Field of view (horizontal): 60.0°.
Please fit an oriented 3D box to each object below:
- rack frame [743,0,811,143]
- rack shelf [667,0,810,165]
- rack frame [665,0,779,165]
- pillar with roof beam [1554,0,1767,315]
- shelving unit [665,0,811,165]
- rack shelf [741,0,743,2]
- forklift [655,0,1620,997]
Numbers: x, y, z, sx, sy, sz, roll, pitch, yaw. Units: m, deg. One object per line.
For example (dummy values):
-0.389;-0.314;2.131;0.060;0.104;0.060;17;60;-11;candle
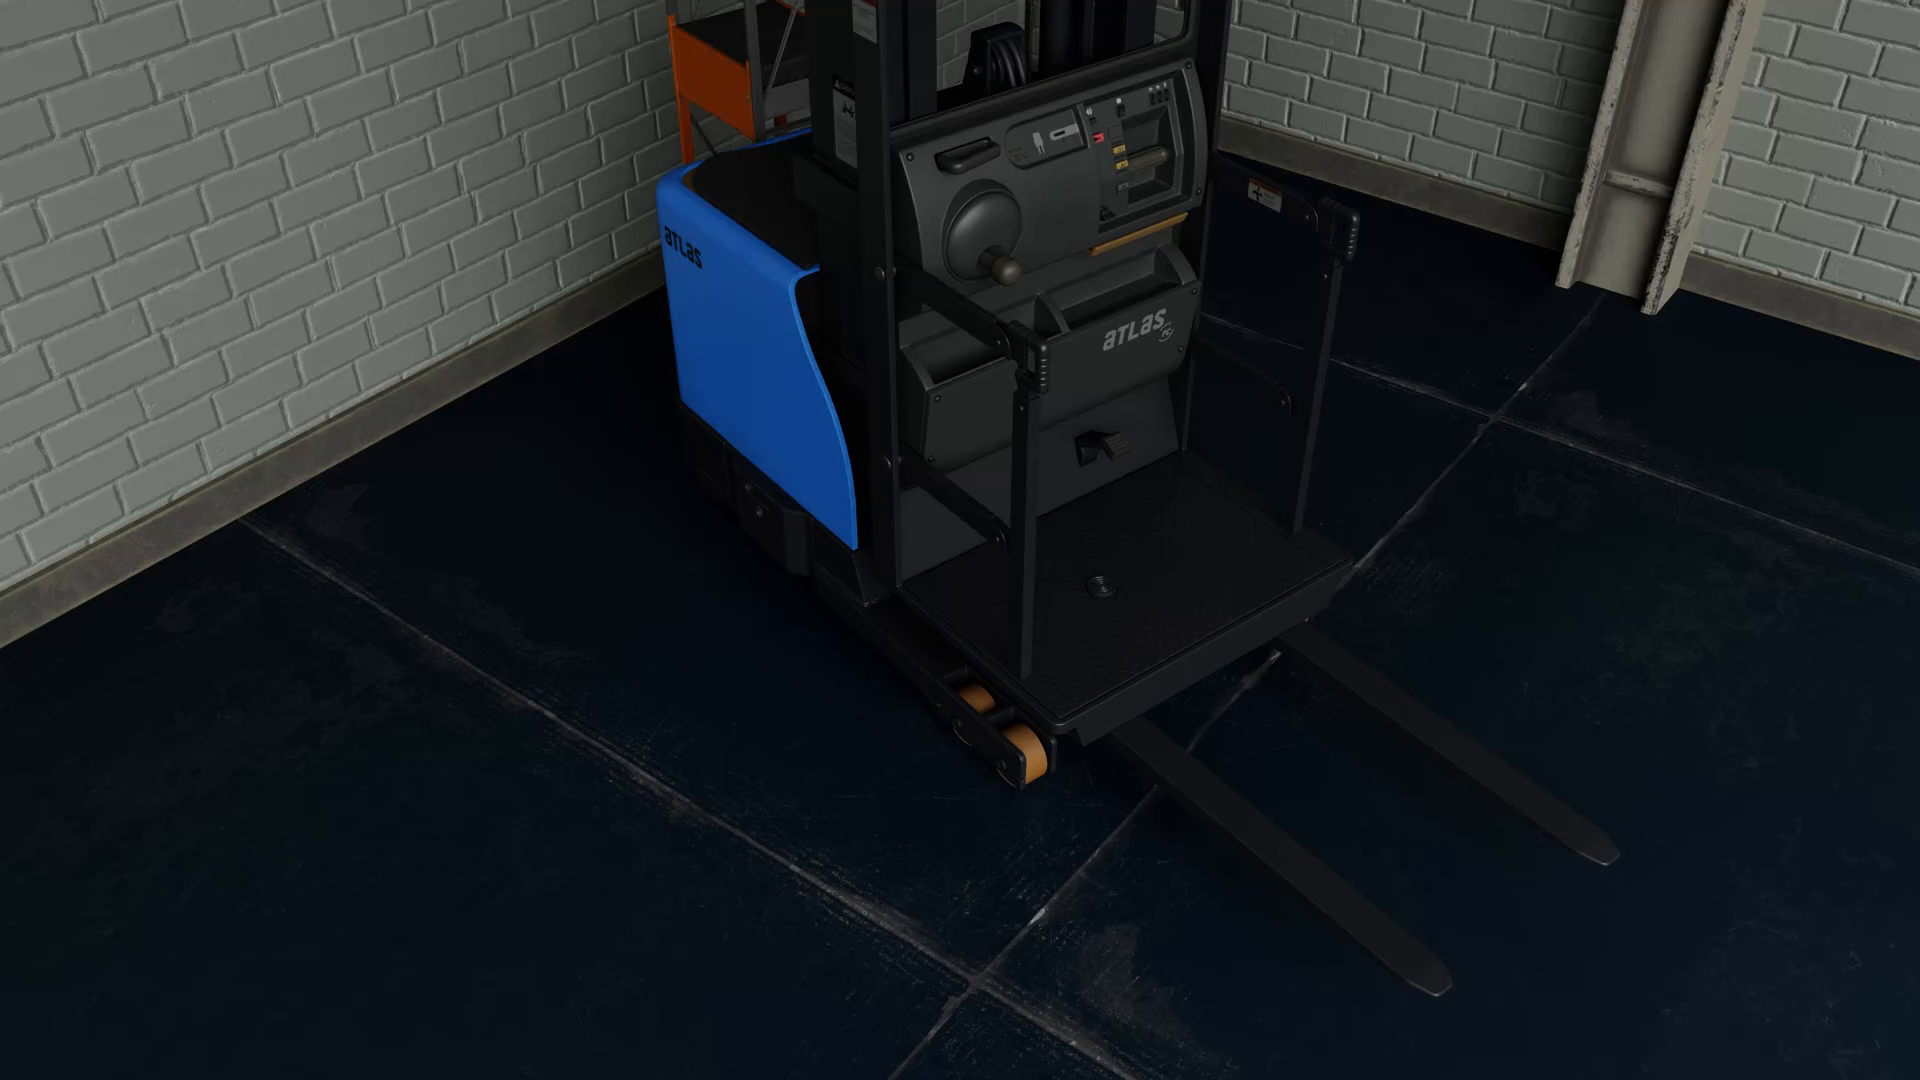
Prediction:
-0.472;-1.313;5.224;0.400;2.100;0.015;-25;45;-29;rack frame
-0.621;-1.422;5.385;0.431;0.518;0.480;-25;45;-29;rack shelf
-0.769;-1.552;5.529;0.400;2.100;0.015;-25;45;-29;rack frame
-0.033;-2.440;1.067;0.400;9.000;9.100;25;45;29;pillar with roof beam
-0.621;-1.433;5.377;0.431;2.100;0.503;-25;45;-29;shelving unit
-0.621;-1.973;4.954;0.431;0.518;0.480;-25;45;-29;rack shelf
0.380;-0.849;3.957;1.130;2.935;3.031;-25;45;-29;forklift
